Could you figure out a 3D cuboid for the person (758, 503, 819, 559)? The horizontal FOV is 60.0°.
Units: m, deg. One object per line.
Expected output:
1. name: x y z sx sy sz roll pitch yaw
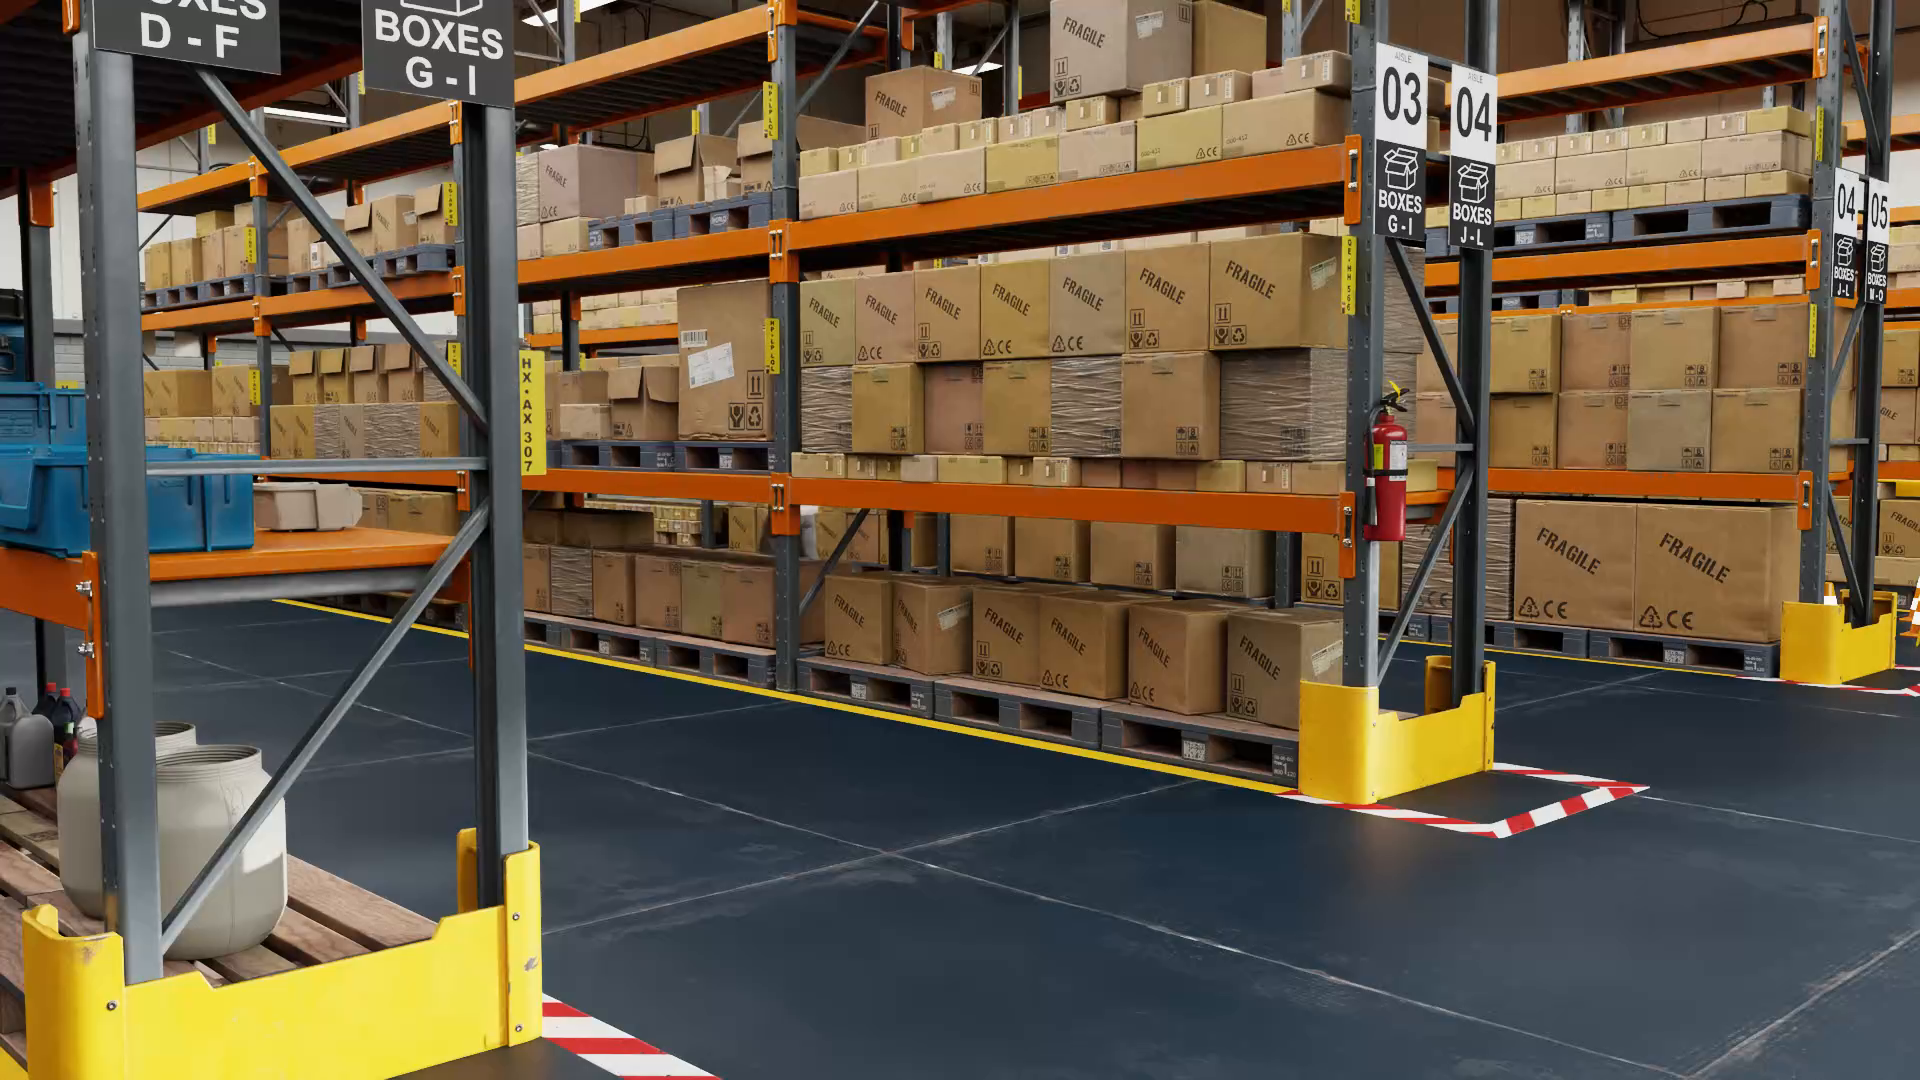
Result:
1. person: -1.361 -0.160 13.229 0.634 1.811 0.780 -3 5 -41
